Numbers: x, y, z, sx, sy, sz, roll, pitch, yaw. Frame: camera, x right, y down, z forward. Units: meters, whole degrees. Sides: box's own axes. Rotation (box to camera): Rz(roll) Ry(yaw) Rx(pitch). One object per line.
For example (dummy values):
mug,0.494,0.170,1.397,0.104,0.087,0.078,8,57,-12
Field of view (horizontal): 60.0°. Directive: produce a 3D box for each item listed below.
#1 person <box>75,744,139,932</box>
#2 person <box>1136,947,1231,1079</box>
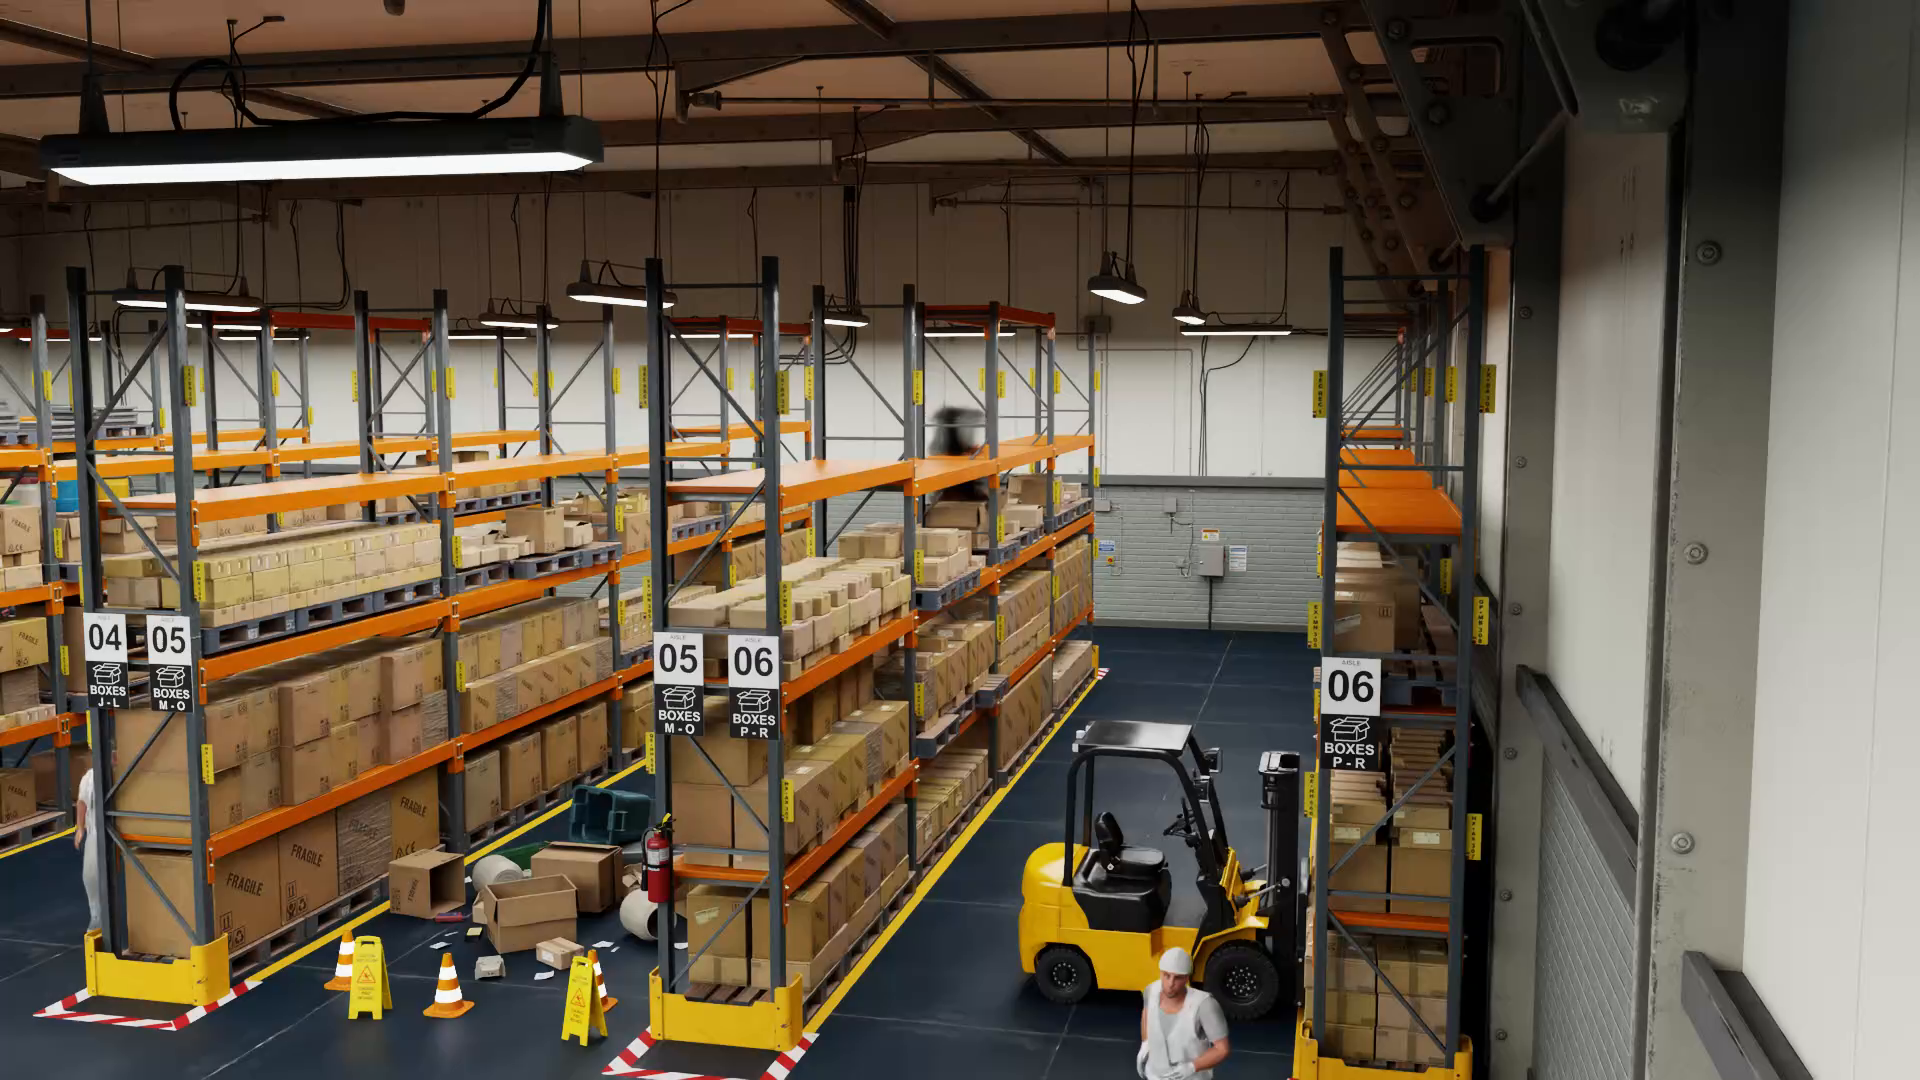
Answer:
person,-7.911,2.740,15.628,0.733,1.774,0.597,-3,6,-24
person,1.364,3.260,10.065,0.602,1.740,0.891,2,6,19
